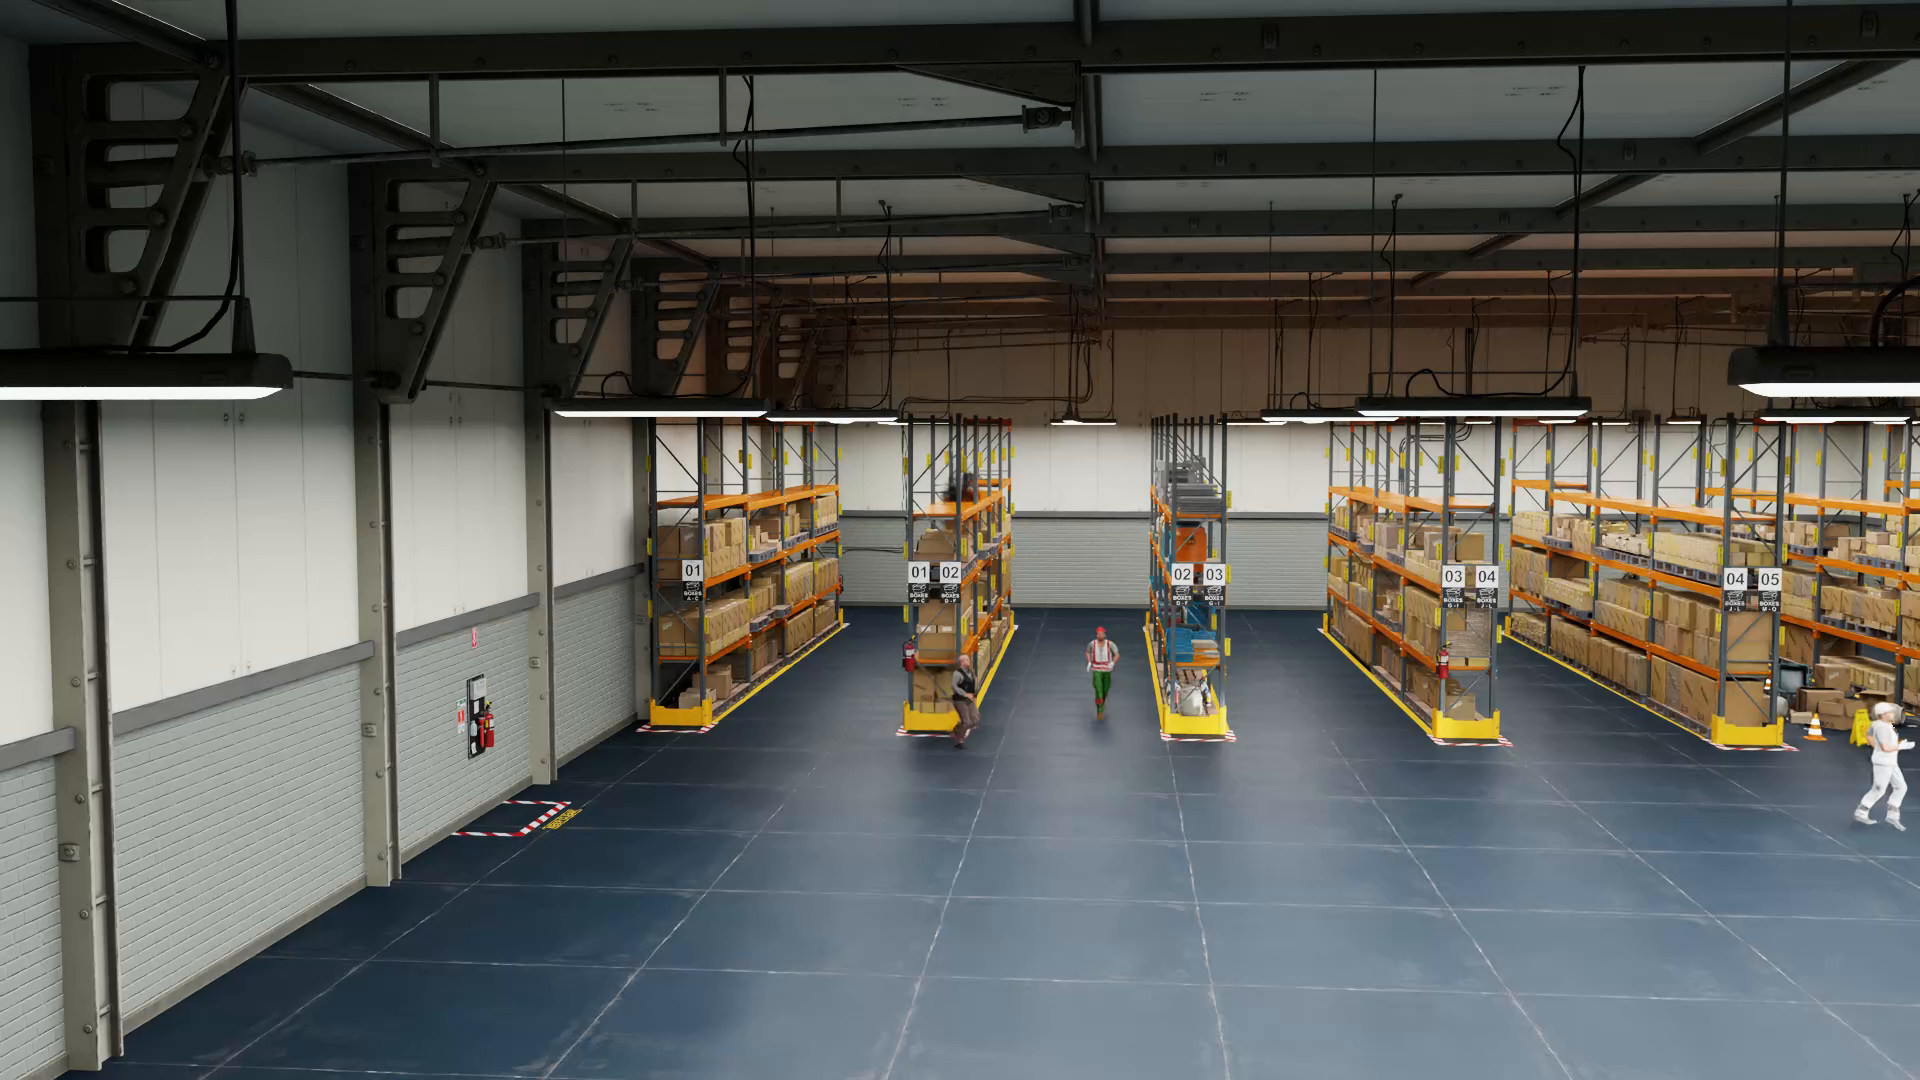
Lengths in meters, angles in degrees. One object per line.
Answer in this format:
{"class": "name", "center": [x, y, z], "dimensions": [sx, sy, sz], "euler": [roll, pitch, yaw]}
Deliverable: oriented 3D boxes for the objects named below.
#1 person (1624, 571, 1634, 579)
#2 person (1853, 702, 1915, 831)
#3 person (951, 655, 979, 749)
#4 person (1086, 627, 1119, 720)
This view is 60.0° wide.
{"class": "person", "center": [18.931, 1.694, 47.025], "dimensions": [0.918, 1.678, 0.610], "euler": [0, 4, 0]}
{"class": "person", "center": [13.172, 3.228, 23.685], "dimensions": [0.736, 1.836, 0.632], "euler": [3, 5, 34]}
{"class": "person", "center": [0.090, 2.886, 29.752], "dimensions": [0.598, 1.685, 0.696], "euler": [2, 5, 32]}
{"class": "person", "center": [2.830, 2.611, 33.014], "dimensions": [0.652, 1.814, 0.854], "euler": [0, 4, 3]}
